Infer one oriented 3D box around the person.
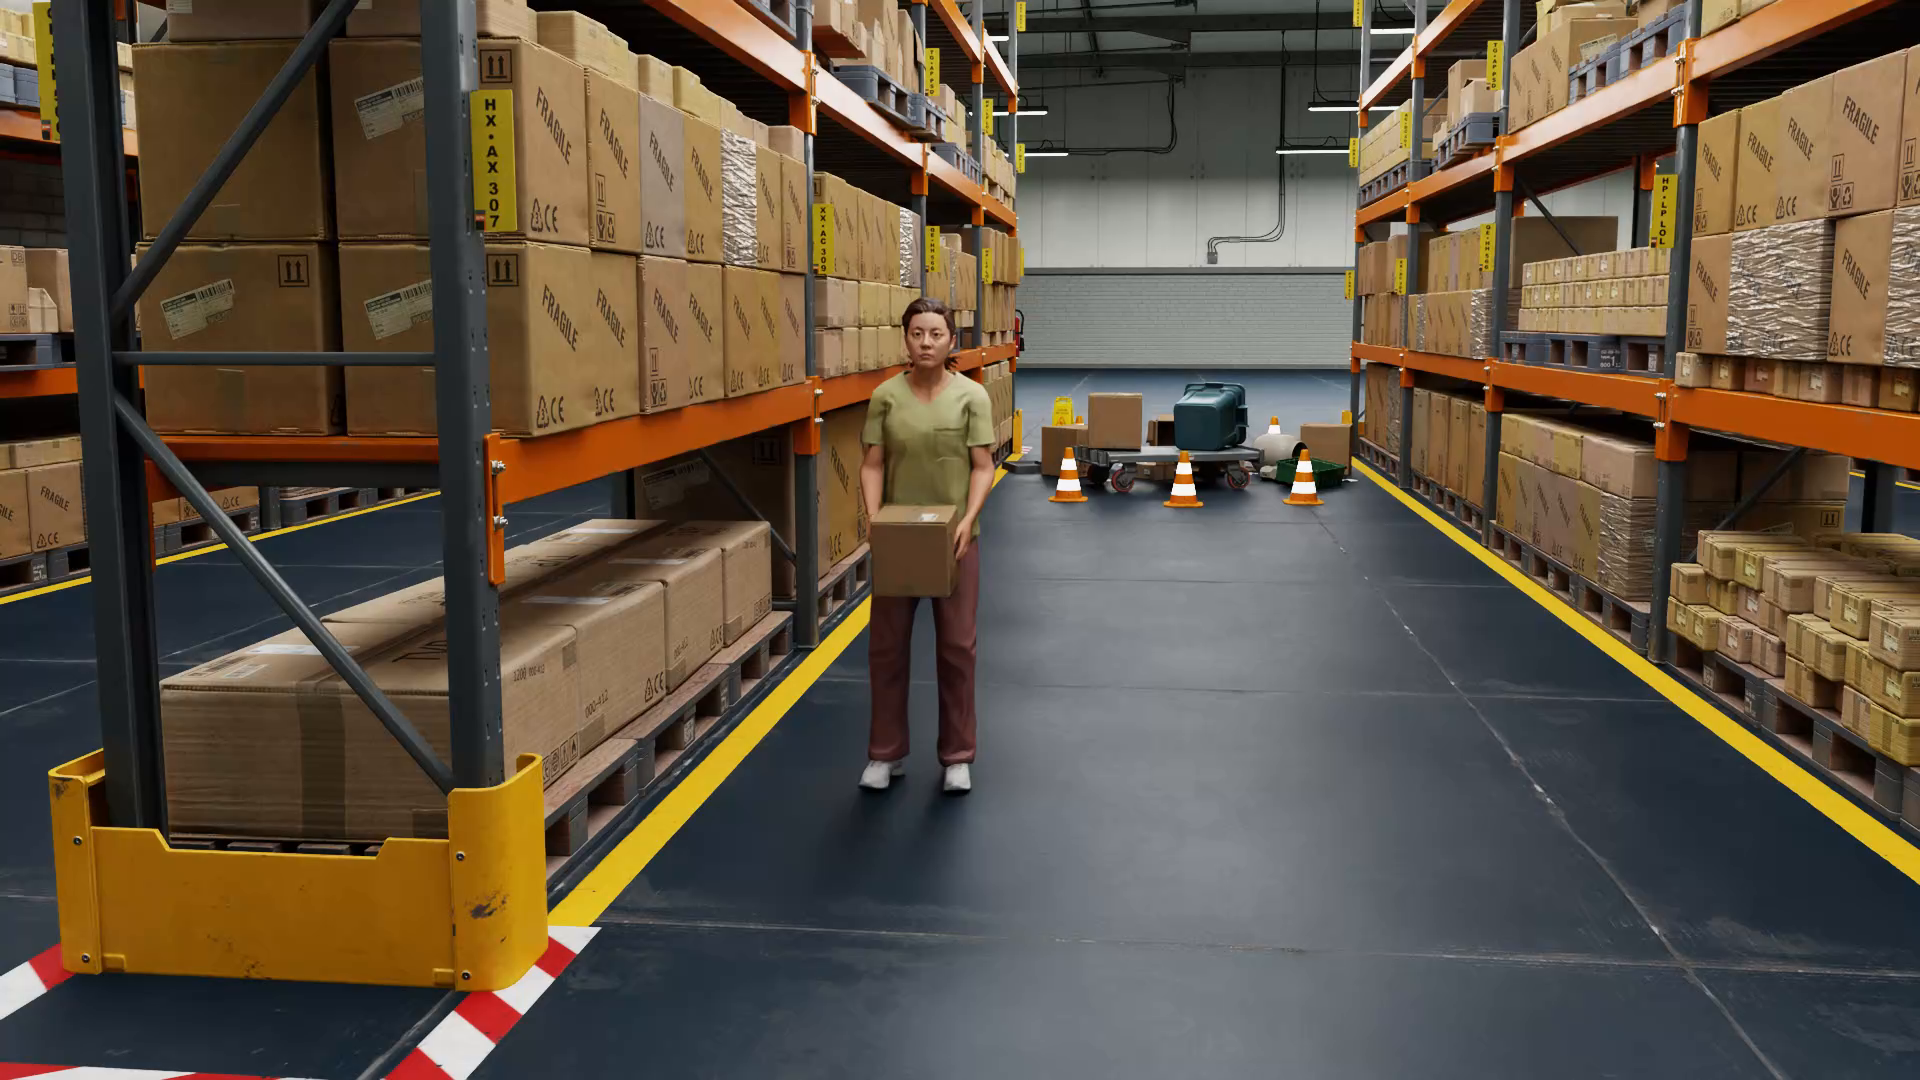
[{"bbox_3d":[-0.115,0.015,5.678,0.468,1.675,0.435,1,8,7],"label":"person"}]
